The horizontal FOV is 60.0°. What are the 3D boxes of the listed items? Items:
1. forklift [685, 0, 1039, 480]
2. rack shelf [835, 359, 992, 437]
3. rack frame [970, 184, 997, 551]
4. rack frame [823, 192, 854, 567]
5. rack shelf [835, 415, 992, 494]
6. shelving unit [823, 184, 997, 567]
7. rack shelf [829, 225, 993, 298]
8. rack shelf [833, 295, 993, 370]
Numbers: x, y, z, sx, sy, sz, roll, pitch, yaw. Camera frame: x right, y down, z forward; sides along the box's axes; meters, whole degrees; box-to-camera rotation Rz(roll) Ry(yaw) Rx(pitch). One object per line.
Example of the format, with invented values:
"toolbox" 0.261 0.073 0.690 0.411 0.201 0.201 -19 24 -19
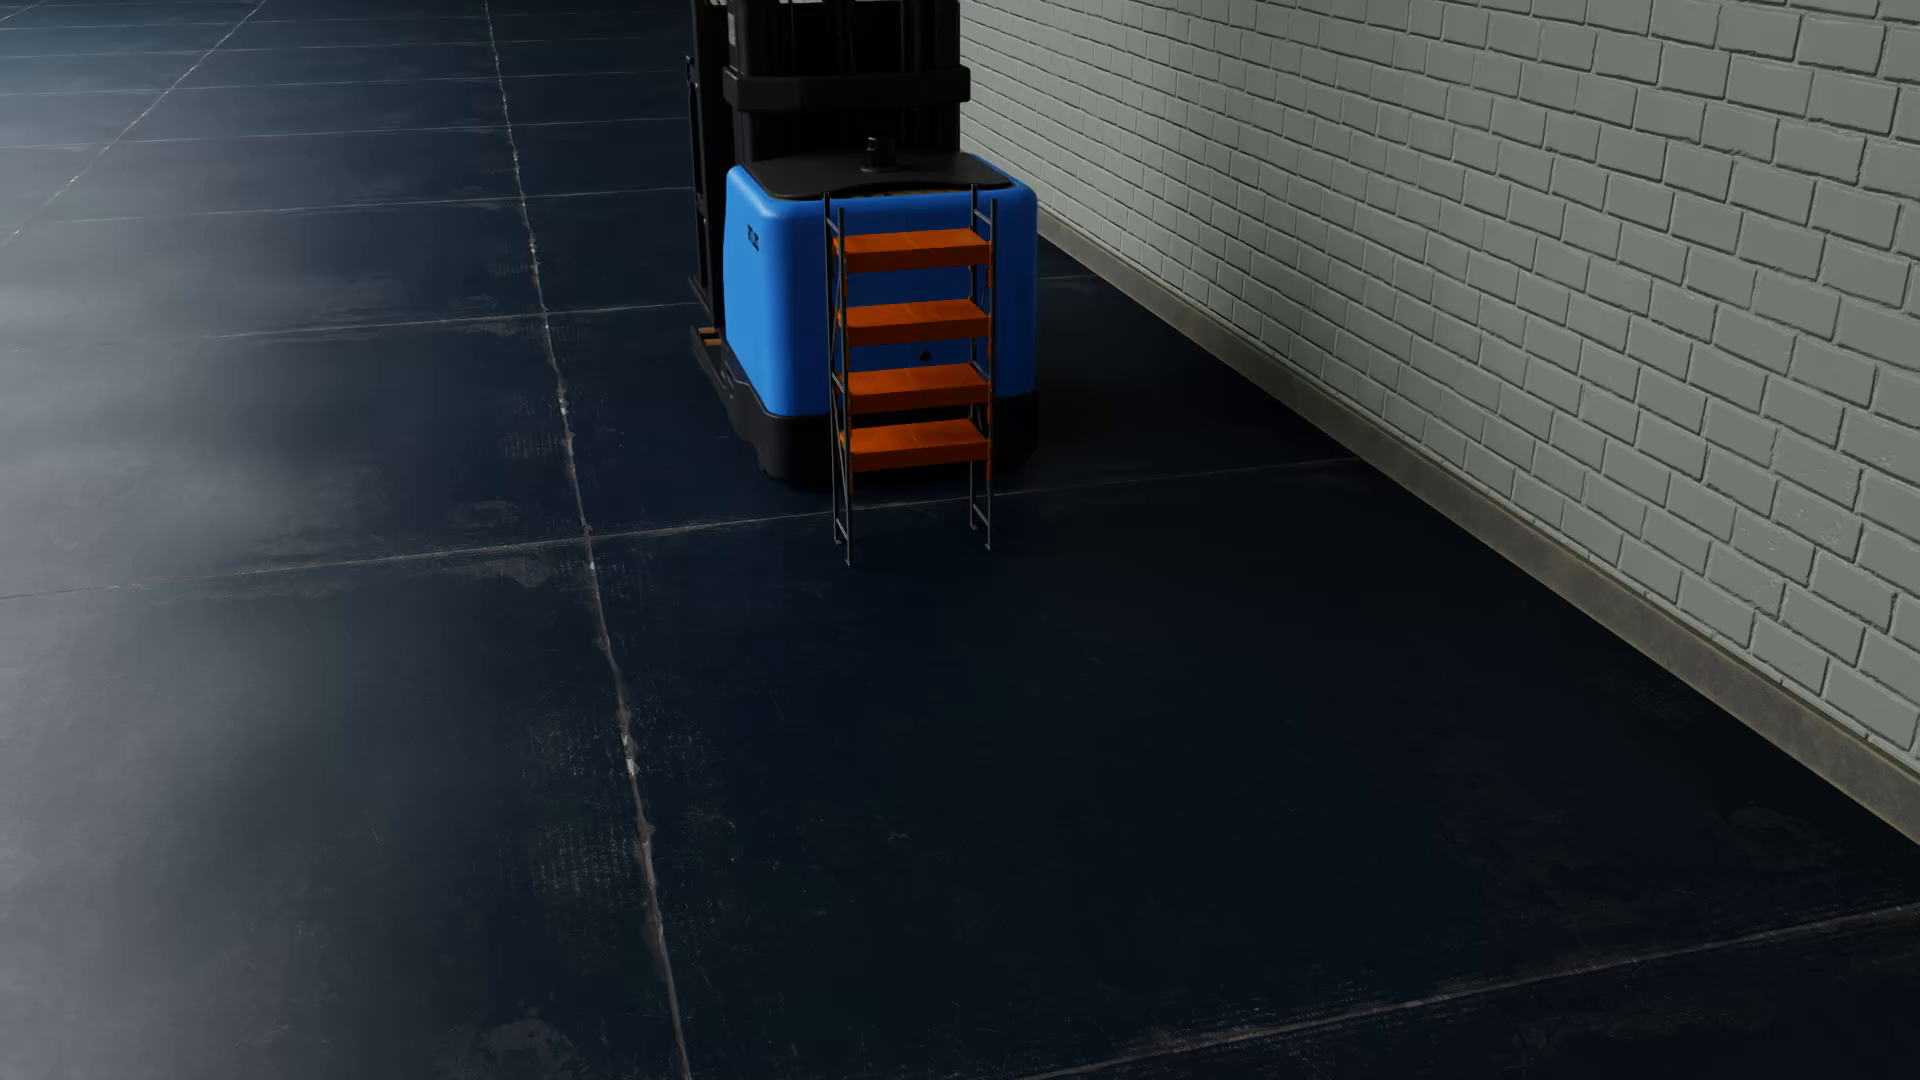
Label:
"forklift" -0.606 -2.122 6.978 1.130 2.935 3.031 -7 24 -15
"rack shelf" -0.159 -0.472 5.499 0.480 0.148 0.258 -6 24 -14
"rack frame" 0.076 -0.560 5.533 0.015 1.200 0.240 -6 24 -14
"rack frame" -0.394 -0.508 5.412 0.015 1.200 0.240 -6 24 -14
"rack shelf" -0.159 -0.289 5.577 0.480 0.148 0.258 -6 24 -14
"shelving unit" -0.159 -0.534 5.472 0.503 1.200 0.258 -6 24 -14
"rack shelf" -0.159 -0.895 5.317 0.480 0.148 0.258 -6 24 -14
"rack shelf" -0.159 -0.678 5.411 0.480 0.148 0.258 -6 24 -14
